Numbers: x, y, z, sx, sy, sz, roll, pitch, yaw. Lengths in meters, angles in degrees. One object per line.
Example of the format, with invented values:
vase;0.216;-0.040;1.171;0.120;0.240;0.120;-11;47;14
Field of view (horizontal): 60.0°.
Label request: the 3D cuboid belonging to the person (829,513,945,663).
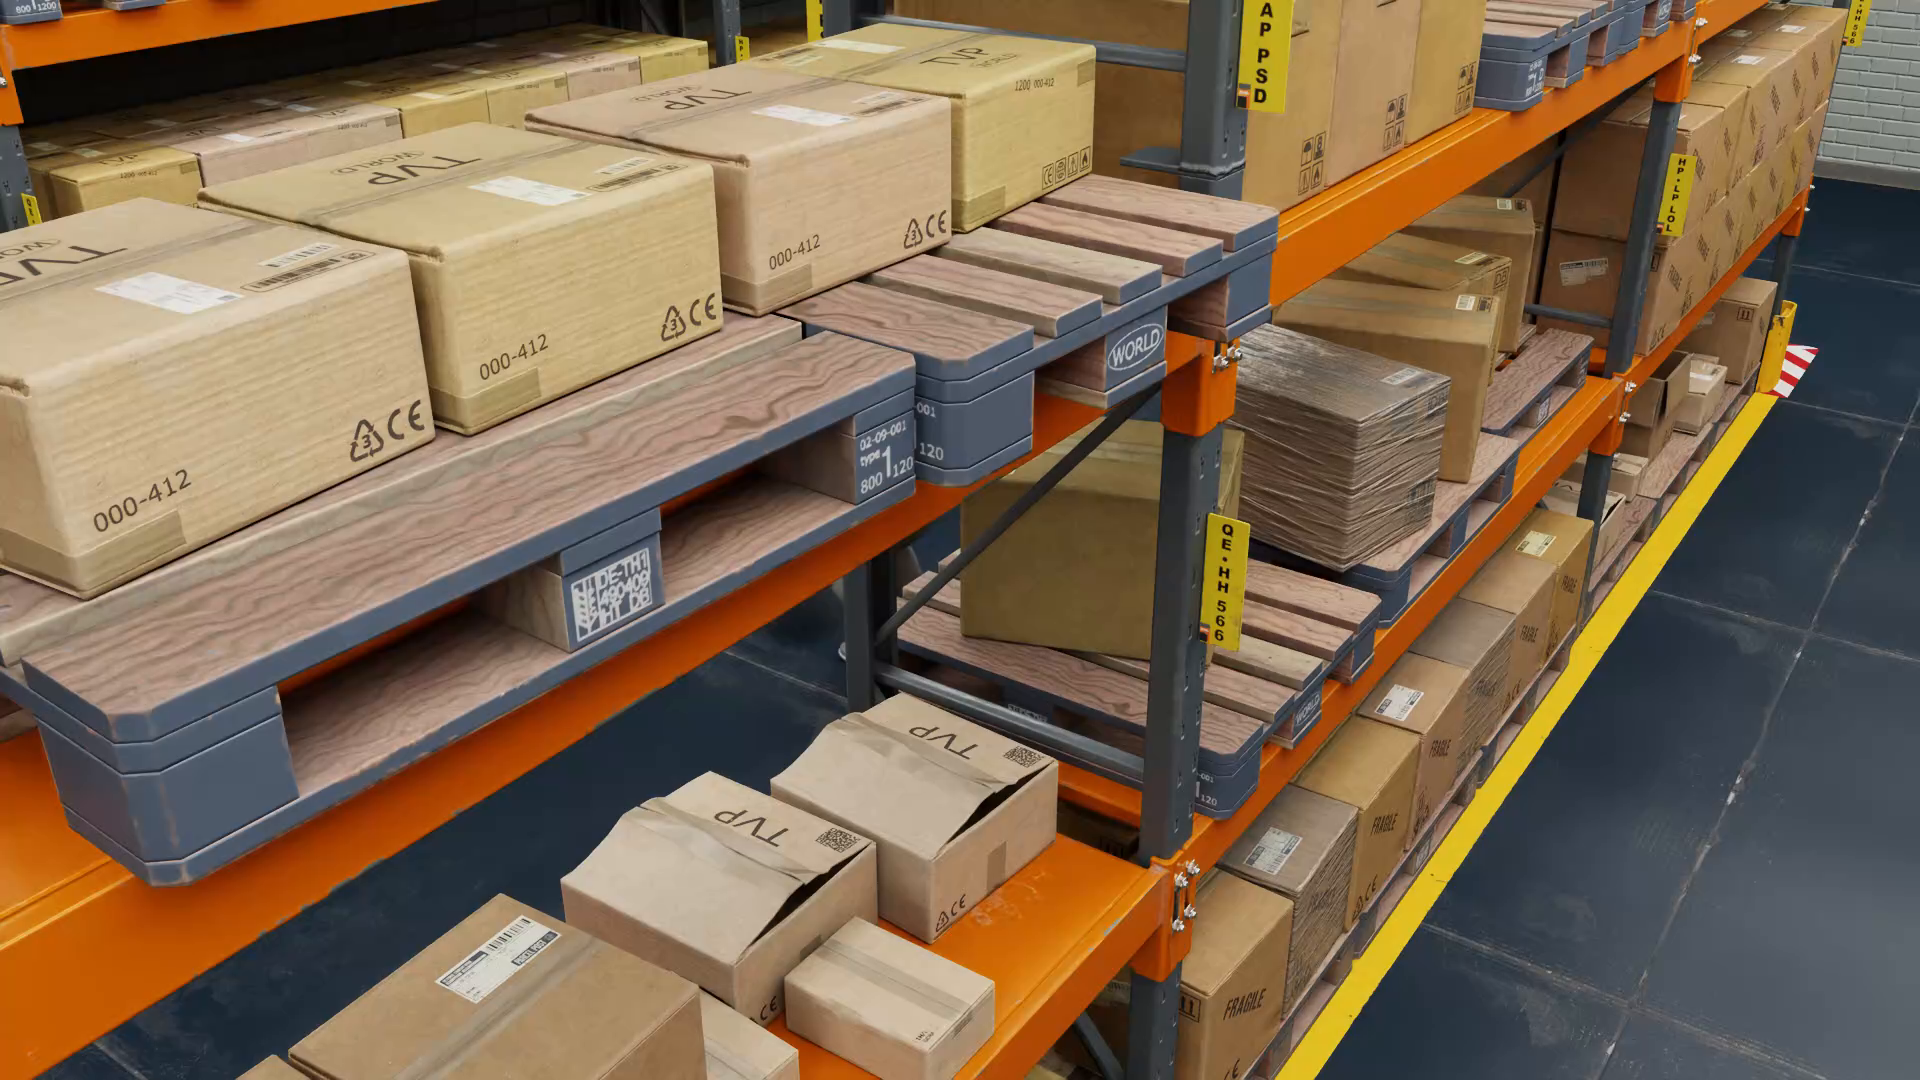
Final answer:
person;-0.371;-0.213;7.198;0.605;1.614;0.578;18;32;31
